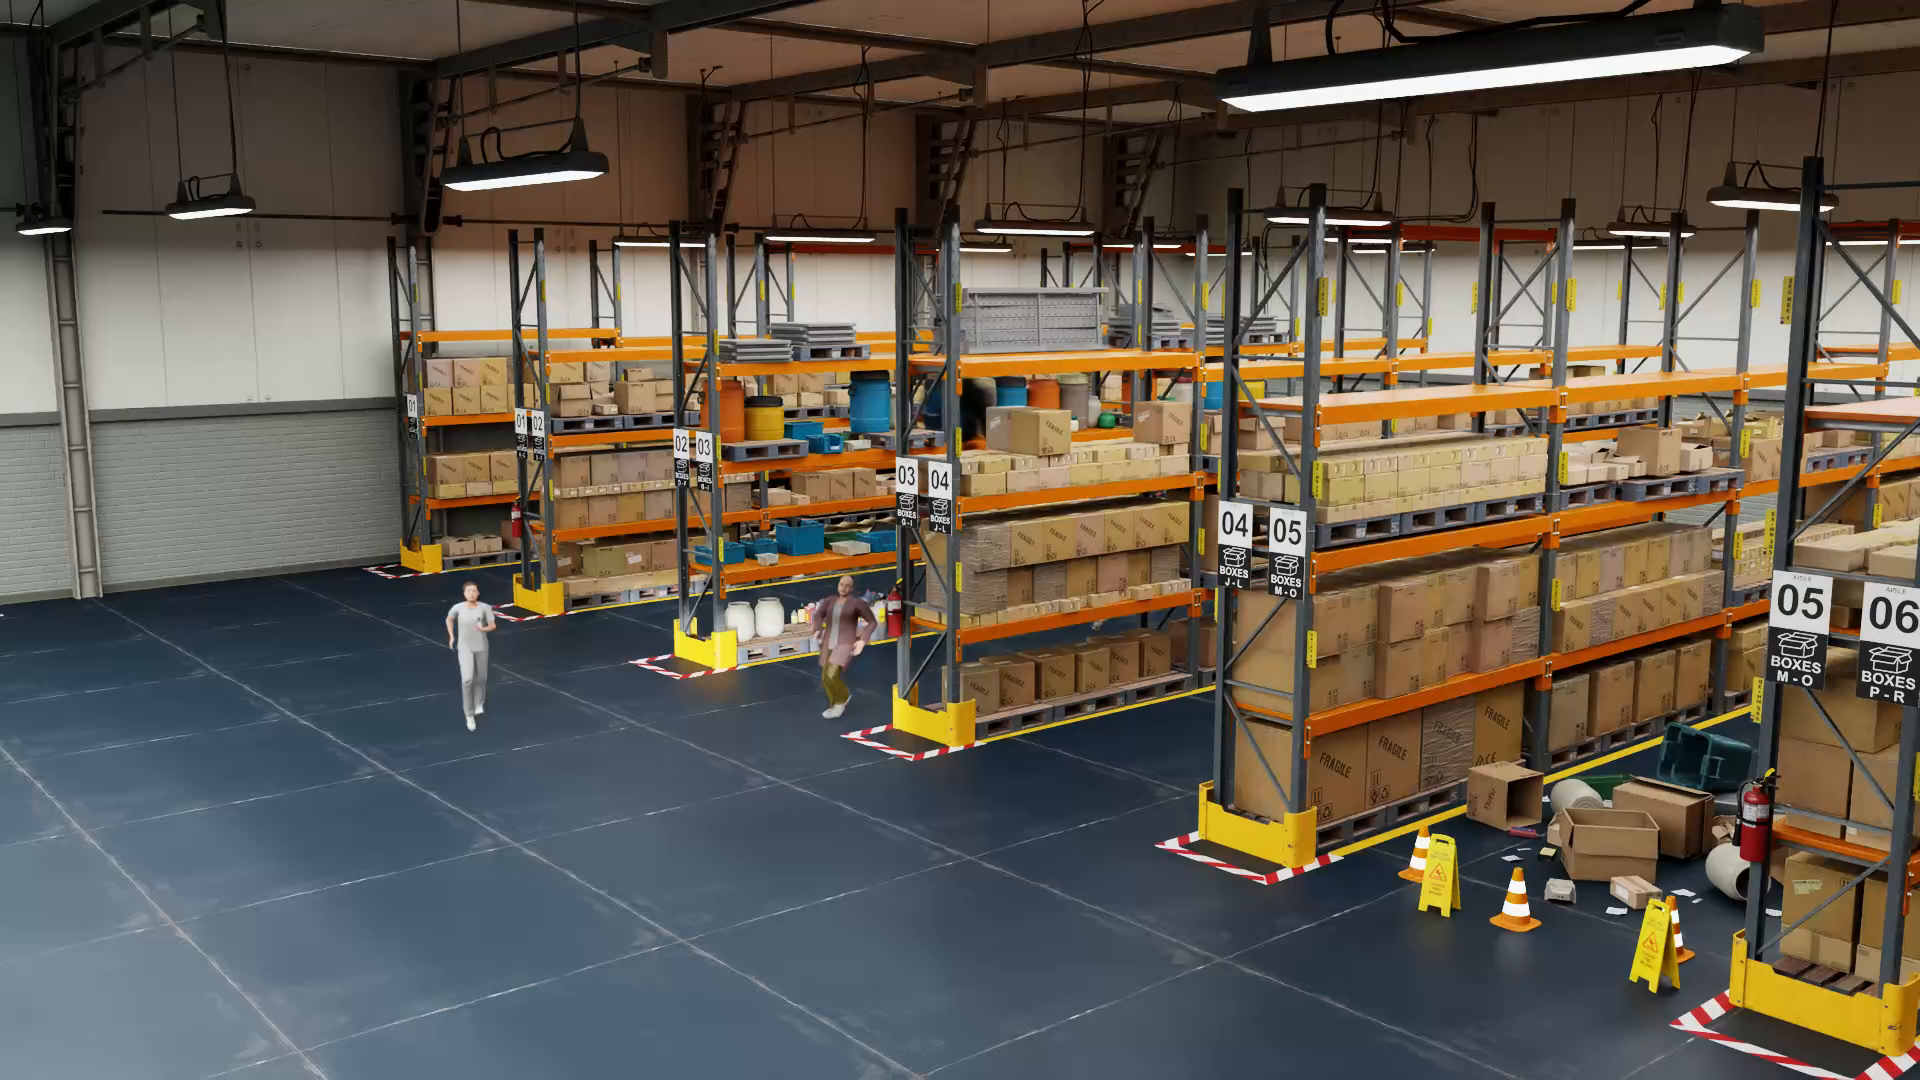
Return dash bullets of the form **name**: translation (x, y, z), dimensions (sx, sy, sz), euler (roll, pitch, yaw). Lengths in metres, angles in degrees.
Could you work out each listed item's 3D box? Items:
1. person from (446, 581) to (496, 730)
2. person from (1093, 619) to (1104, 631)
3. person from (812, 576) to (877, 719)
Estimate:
- **person**: translation (-5.761, 1.454, 19.680), dimensions (0.536, 1.473, 0.771), euler (-4, 9, -22)
- **person**: translation (1.923, 0.465, 23.686), dimensions (0.507, 1.650, 0.659), euler (7, 11, 38)
- **person**: translation (-1.428, 1.286, 19.765), dimensions (0.790, 1.734, 0.608), euler (5, 10, 29)
